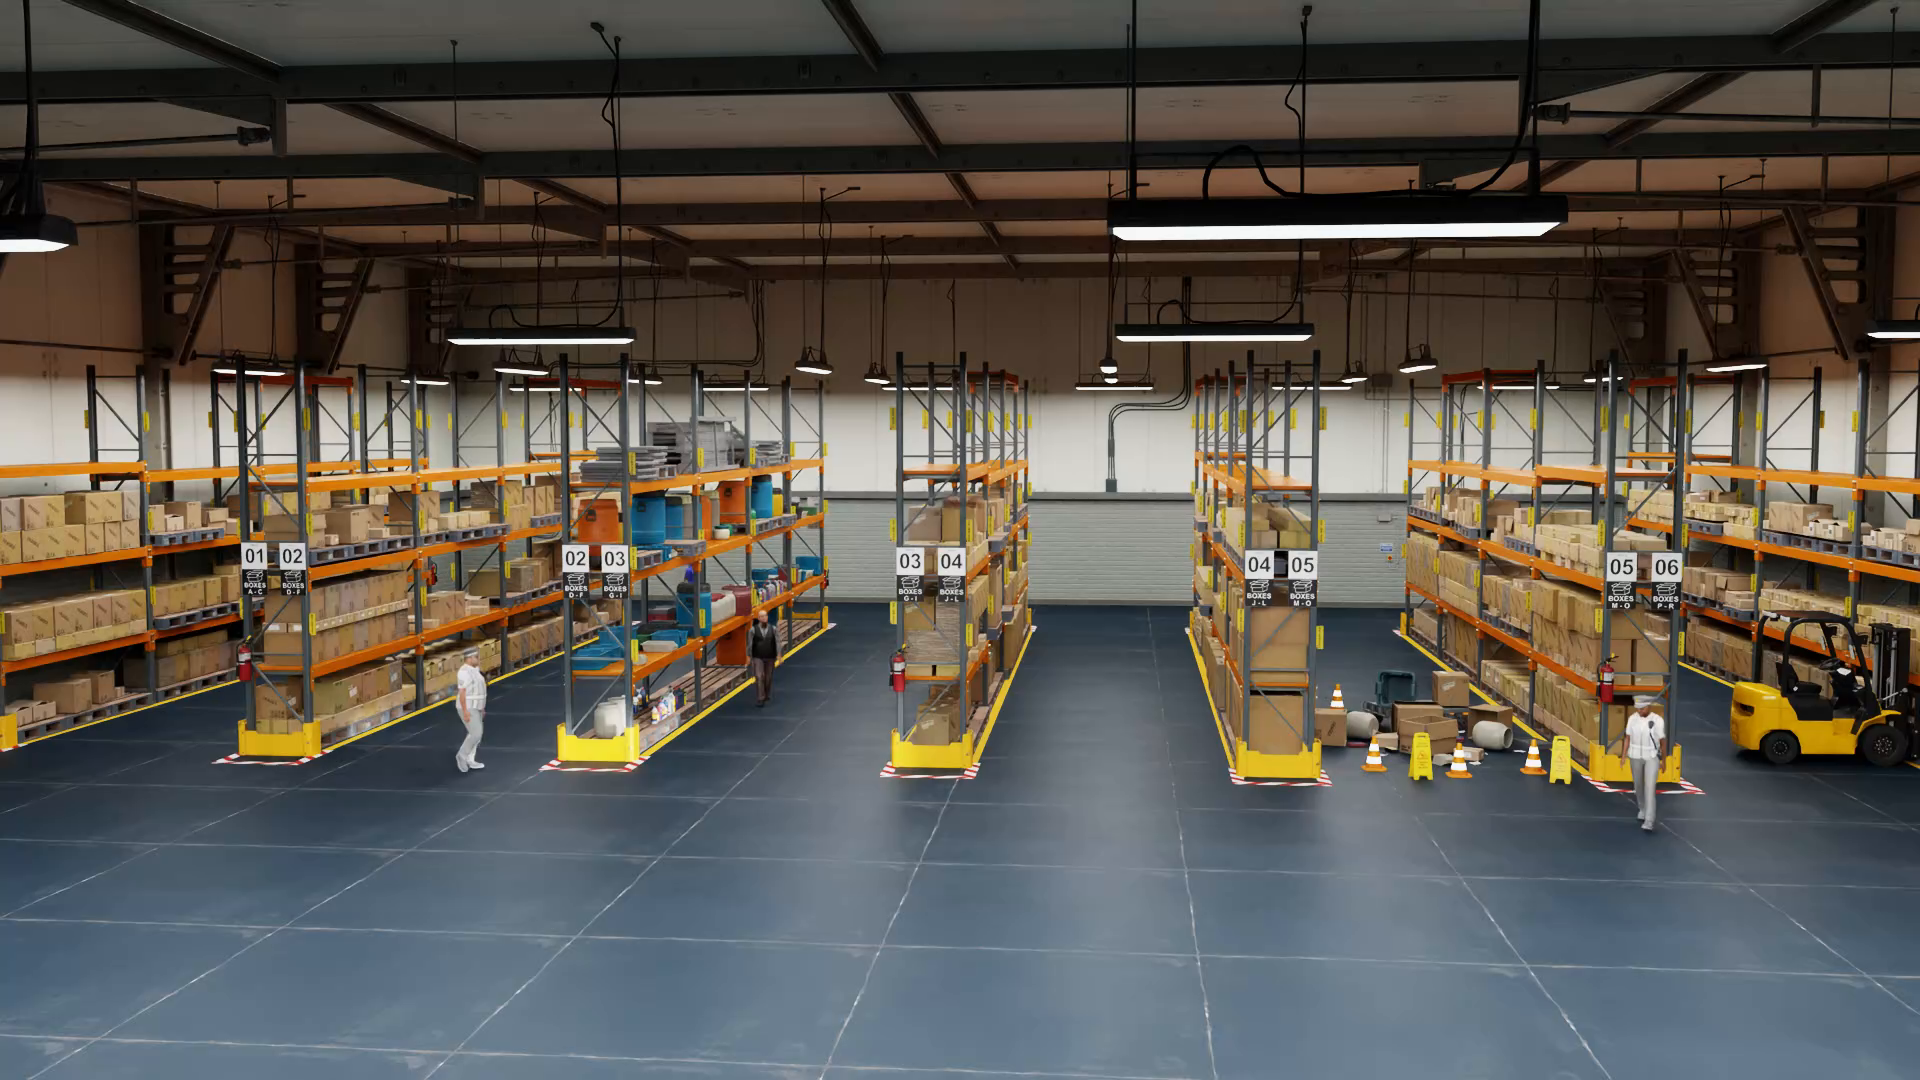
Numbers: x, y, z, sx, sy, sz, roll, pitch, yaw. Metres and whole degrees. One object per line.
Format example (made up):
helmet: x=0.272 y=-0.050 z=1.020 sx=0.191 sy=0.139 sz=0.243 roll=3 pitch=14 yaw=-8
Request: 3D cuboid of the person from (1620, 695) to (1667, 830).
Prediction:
person: x=8.477 y=2.721 z=20.617 sx=0.488 sy=1.614 sz=0.895 roll=4 pitch=5 yaw=41

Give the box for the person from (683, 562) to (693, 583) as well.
person: x=-6.711 y=1.209 z=41.874 sx=1.069 sy=1.574 sz=0.400 roll=0 pitch=4 yaw=2

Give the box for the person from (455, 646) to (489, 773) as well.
person: x=-7.001 y=2.419 z=23.864 sx=0.439 sy=1.791 sz=0.570 roll=1 pitch=4 yaw=8

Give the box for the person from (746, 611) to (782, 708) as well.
person: x=-3.443 y=2.067 z=29.231 sx=0.608 sy=1.643 sz=1.063 roll=-1 pitch=4 yaw=-12
